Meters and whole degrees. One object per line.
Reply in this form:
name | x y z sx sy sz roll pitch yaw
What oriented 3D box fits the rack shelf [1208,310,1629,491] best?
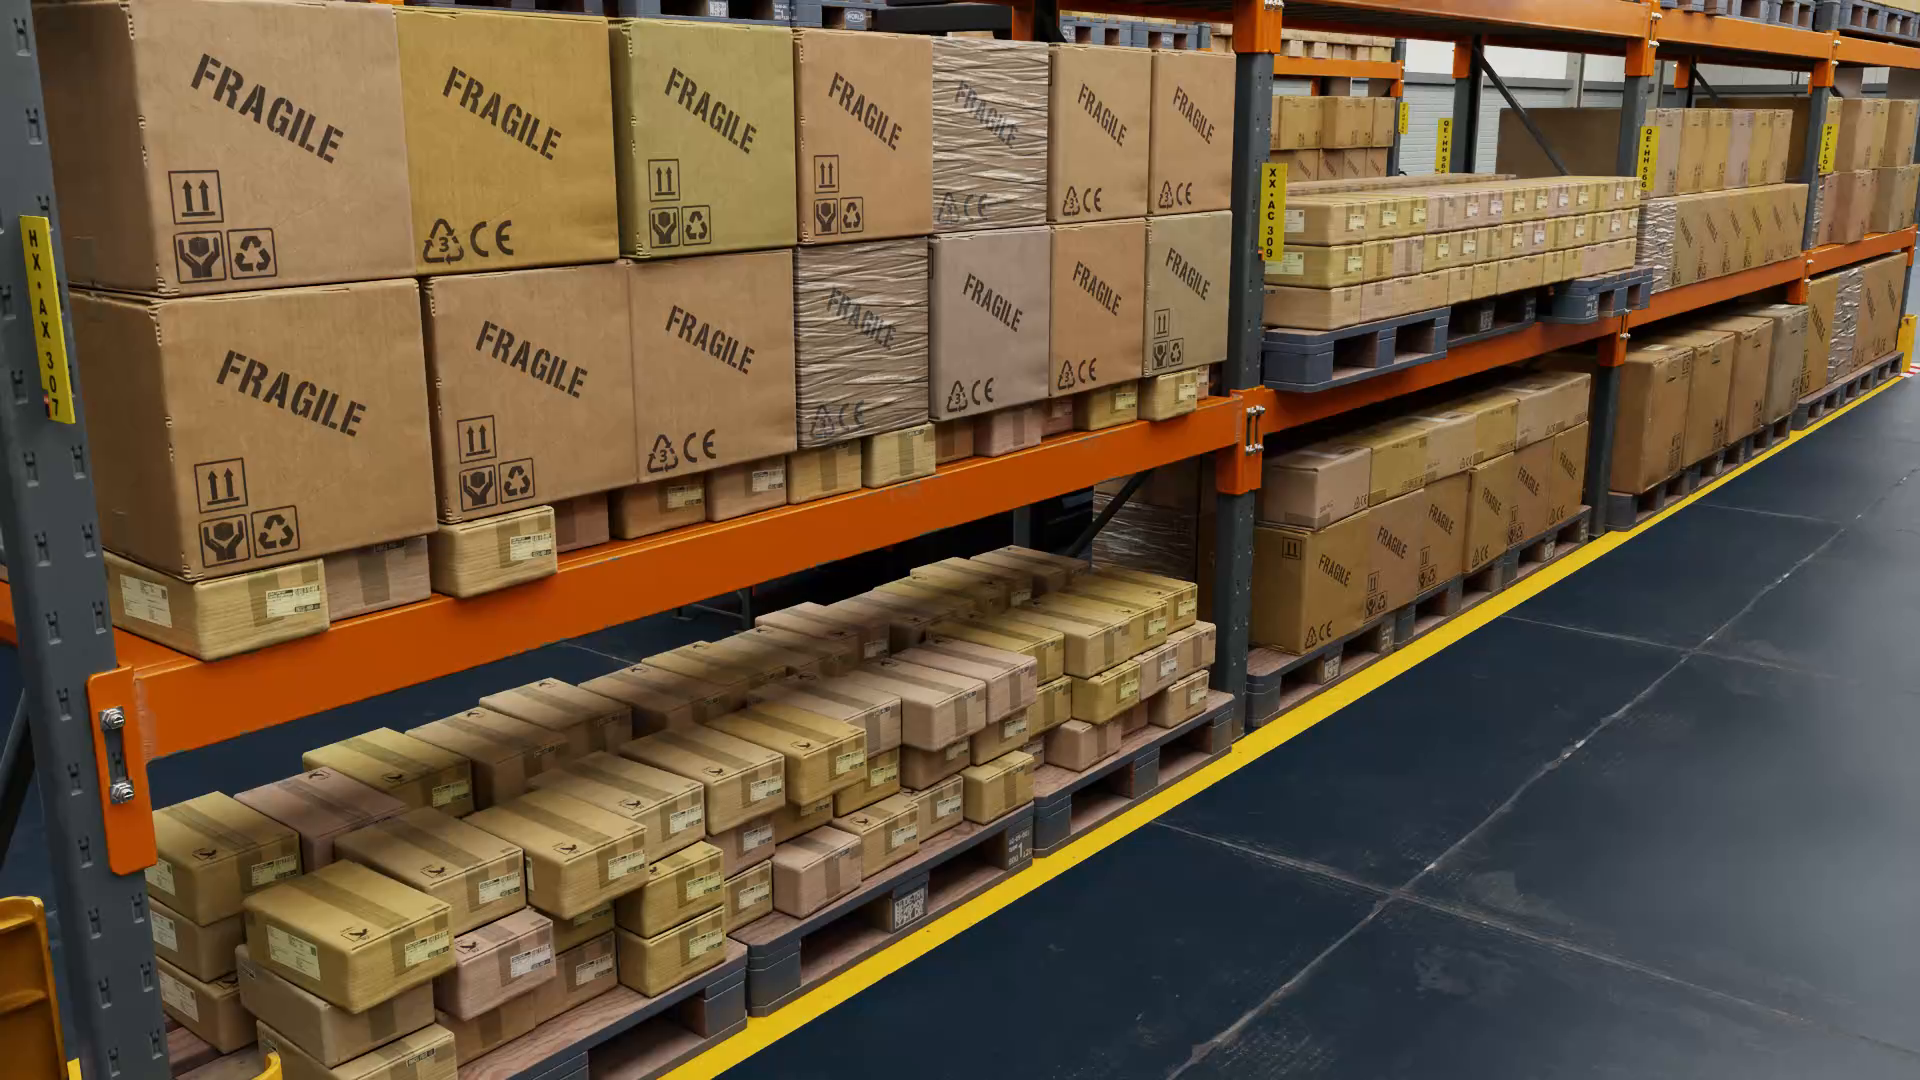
rack shelf | 1.893 -0.815 7.699 1.077 0.370 4.000 11 18 38

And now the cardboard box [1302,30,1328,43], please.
cardboard box | 3.197 -4.918 15.996 0.500 0.250 0.500 11 18 38

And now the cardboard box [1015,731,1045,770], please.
cardboard box | 0.050 0.655 5.391 0.380 0.149 0.250 11 18 36

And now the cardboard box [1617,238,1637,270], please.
cardboard box | 3.197 -1.463 8.446 0.380 0.149 0.250 12 18 38

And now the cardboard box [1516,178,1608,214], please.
cardboard box | 2.874 -1.654 7.990 0.380 0.149 0.250 12 19 39

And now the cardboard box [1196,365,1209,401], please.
cardboard box | 0.638 -0.568 5.776 0.380 0.149 0.250 11 18 37

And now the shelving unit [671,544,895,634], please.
shelving unit | -0.830 -0.254 7.837 0.538 1.125 1.048 10 17 35

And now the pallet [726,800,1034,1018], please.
pallet | -0.525 0.940 4.995 1.003 0.211 1.213 11 18 38

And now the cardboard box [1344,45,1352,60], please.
cardboard box | 3.722 -4.909 16.773 0.380 0.149 0.250 11 18 38

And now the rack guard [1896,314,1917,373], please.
rack guard | 8.193 -1.872 15.475 1.175 0.500 0.348 11 18 38

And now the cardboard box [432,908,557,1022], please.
cardboard box | -1.133 0.915 3.761 0.380 0.149 0.250 11 18 37

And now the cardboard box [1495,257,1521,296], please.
cardboard box | 2.218 -1.165 7.275 0.380 0.149 0.250 10 17 35

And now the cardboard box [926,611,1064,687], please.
cardboard box | 0.110 0.359 5.345 0.380 0.149 0.250 12 19 39

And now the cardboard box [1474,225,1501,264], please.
cardboard box | 2.062 -1.263 7.054 0.380 0.149 0.250 11 18 37

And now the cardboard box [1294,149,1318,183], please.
cardboard box | 3.169 -3.587 16.342 0.500 0.500 0.500 12 18 38

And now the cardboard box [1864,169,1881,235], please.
cardboard box | 7.201 -2.877 14.050 0.875 0.550 0.550 11 18 38

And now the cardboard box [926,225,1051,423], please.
cardboard box | -0.090 -0.642 4.752 0.500 0.500 0.500 11 18 37

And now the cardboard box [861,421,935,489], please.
cardboard box | -0.288 -0.257 4.553 0.380 0.149 0.250 12 18 39

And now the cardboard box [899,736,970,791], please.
cardboard box | -0.193 0.604 4.987 0.380 0.149 0.250 10 17 35

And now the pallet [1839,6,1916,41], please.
pallet | 6.953 -4.111 13.301 1.003 0.211 1.213 11 18 38

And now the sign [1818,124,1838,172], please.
sign | 6.092 -2.753 11.678 0.100 0.325 0.005 11 18 38

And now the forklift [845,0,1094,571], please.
forklift | 0.368 -1.546 9.256 1.130 2.935 3.031 10 17 35

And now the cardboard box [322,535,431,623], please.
cardboard box | -1.292 0.041 3.380 0.380 0.149 0.250 12 19 40

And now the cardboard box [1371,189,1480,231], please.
cardboard box | 1.894 -1.354 6.811 0.380 0.149 0.250 11 18 37

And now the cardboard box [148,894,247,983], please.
cardboard box | -1.769 0.874 3.922 0.380 0.149 0.250 11 18 36

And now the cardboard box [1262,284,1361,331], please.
cardboard box | 1.241 -0.866 6.099 0.380 0.149 0.250 10 17 35

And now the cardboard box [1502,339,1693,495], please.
cardboard box | 3.602 -0.762 9.748 1.050 0.750 0.750 11 18 37

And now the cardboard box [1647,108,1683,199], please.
cardboard box | 3.756 -2.261 9.697 0.700 0.500 0.500 11 18 37

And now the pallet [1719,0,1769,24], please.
pallet | 4.214 -3.255 10.135 1.003 0.211 1.213 12 19 40

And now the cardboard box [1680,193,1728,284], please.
cardboard box | 4.276 -1.833 10.045 0.500 0.500 0.500 11 18 37

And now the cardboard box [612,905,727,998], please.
cardboard box | -0.803 0.970 4.151 0.380 0.149 0.250 12 18 38

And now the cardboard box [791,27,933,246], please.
cardboard box | -0.416 -1.028 4.241 0.500 0.500 0.500 11 18 36

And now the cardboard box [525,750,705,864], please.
cardboard box | -0.856 0.668 4.132 0.380 0.149 0.250 10 17 35

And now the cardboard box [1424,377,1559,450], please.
cardboard box | 2.615 -0.632 8.219 0.500 0.250 0.500 12 18 38

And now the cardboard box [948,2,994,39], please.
cardboard box | -0.161 -3.975 12.384 0.700 0.500 0.500 11 18 38

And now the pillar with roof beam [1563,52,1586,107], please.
pillar with roof beam | 17.695 -11.436 35.865 9.100 9.000 0.400 11 18 38

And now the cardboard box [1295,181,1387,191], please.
cardboard box | 1.724 -1.559 7.616 0.380 0.149 0.250 11 18 37

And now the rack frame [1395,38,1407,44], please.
rack frame | 4.264 -6.733 17.350 1.000 3.000 0.127 11 18 38

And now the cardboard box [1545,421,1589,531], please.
cardboard box | 2.939 -0.372 8.719 0.500 0.500 0.500 11 18 37

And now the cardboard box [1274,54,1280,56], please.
cardboard box | 2.779 -4.610 15.597 0.380 0.149 0.250 11 18 36

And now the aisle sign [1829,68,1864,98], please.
aisle sign | 7.989 -4.399 15.065 0.394 0.787 0.004 11 18 38

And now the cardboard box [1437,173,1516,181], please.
cardboard box | 2.706 -1.857 8.791 0.380 0.149 0.250 11 18 38

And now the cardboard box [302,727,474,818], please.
cardboard box | -1.476 0.626 4.294 0.380 0.149 0.250 11 18 36

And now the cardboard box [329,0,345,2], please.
cardboard box | -5.148 -4.382 13.685 0.380 0.149 0.250 11 18 38

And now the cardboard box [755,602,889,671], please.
cardboard box | -0.452 0.333 5.451 0.380 0.149 0.250 12 18 39

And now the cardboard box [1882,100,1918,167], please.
cardboard box | 7.640 -3.490 14.271 0.875 0.550 0.550 11 18 38

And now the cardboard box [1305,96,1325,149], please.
cardboard box | 3.127 -4.087 16.283 0.700 0.500 0.500 11 18 37

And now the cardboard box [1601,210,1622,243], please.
cardboard box | 3.027 -1.556 8.209 0.380 0.149 0.250 12 19 40

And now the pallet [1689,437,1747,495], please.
pallet | 4.471 -0.567 10.926 1.003 0.211 1.213 11 18 38

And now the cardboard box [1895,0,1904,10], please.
cardboard box | 7.113 -4.205 12.945 0.380 0.149 0.250 12 18 38

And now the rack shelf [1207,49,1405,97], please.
rack shelf | 3.007 -4.547 16.300 1.077 0.370 4.000 11 18 38
